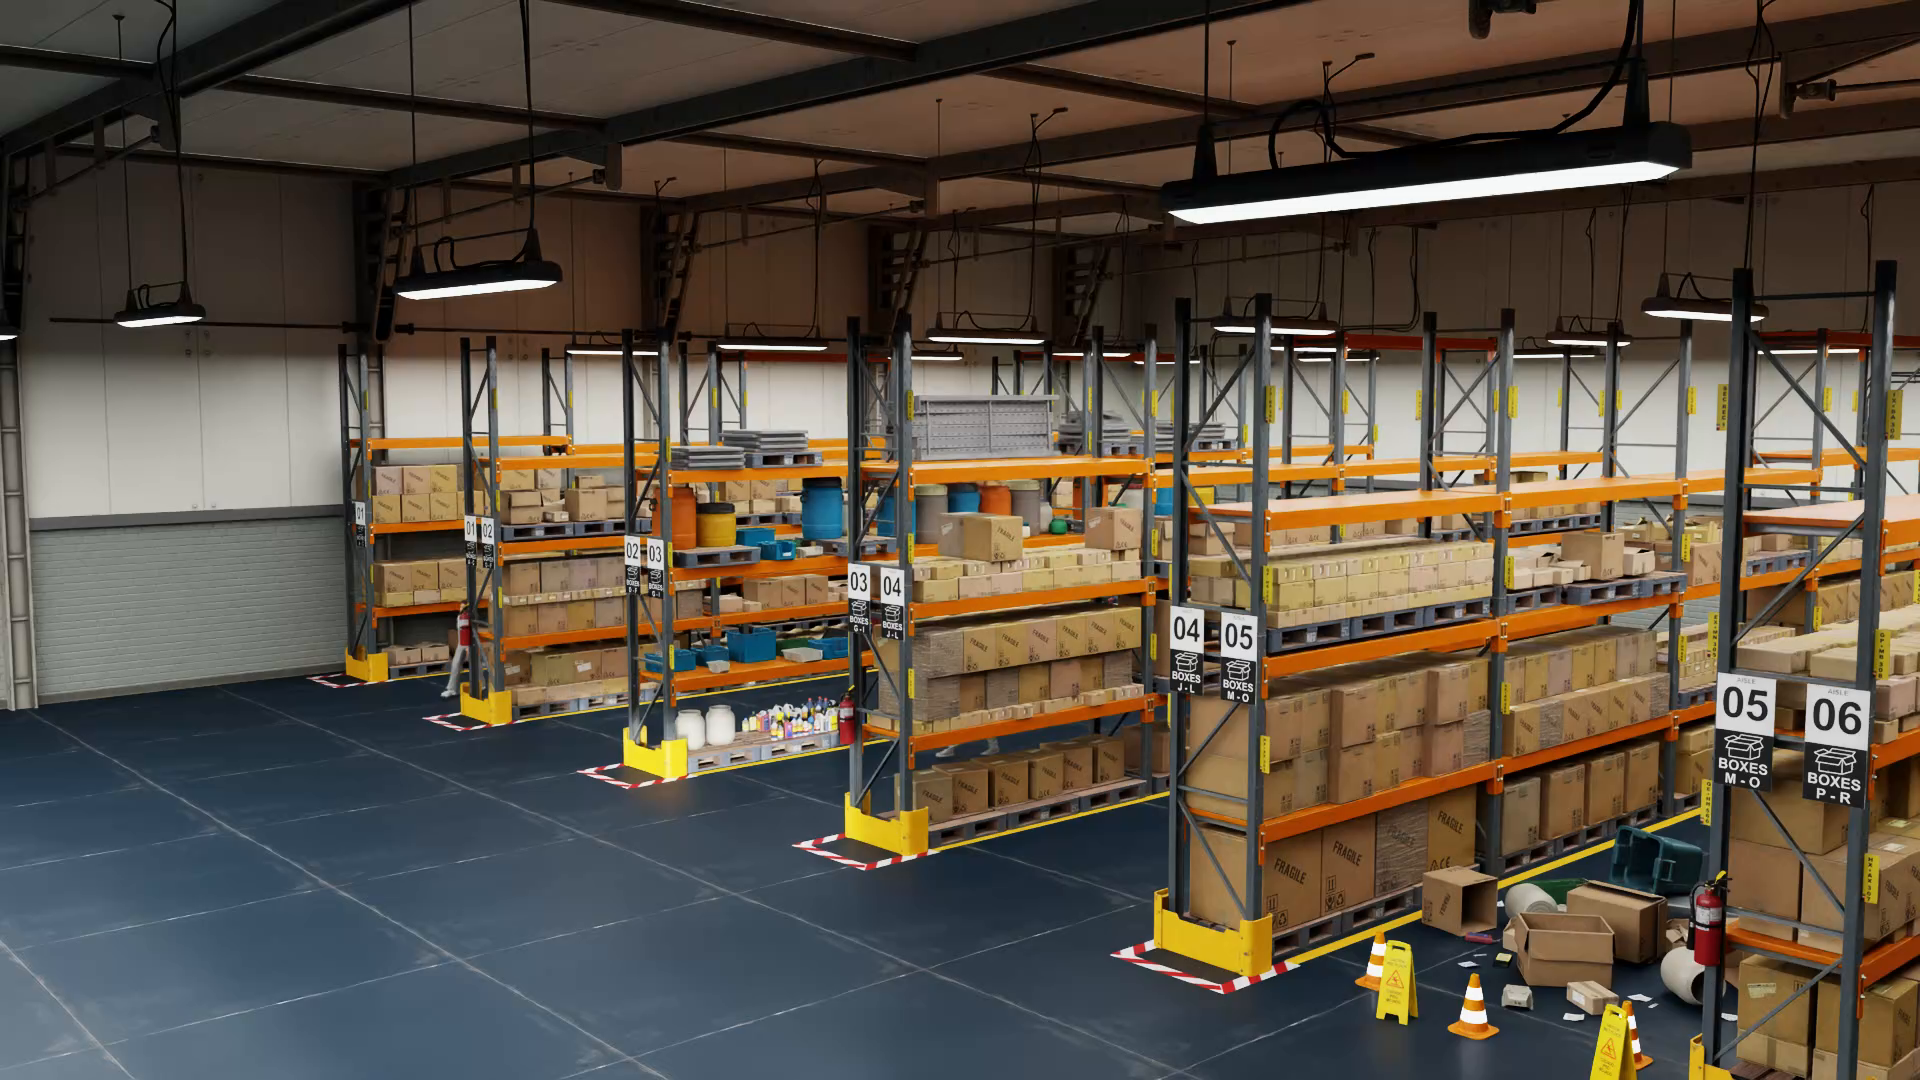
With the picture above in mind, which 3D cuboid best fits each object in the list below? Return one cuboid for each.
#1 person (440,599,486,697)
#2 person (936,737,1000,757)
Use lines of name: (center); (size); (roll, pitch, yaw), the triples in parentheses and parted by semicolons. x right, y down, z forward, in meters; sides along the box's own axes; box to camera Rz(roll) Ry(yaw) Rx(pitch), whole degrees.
person: (-8.374, 1.808, 28.158); (0.479, 1.618, 0.974); (1, 5, 12)
person: (0.113, 2.235, 23.362); (0.948, 1.630, 0.501); (-3, 6, -29)
